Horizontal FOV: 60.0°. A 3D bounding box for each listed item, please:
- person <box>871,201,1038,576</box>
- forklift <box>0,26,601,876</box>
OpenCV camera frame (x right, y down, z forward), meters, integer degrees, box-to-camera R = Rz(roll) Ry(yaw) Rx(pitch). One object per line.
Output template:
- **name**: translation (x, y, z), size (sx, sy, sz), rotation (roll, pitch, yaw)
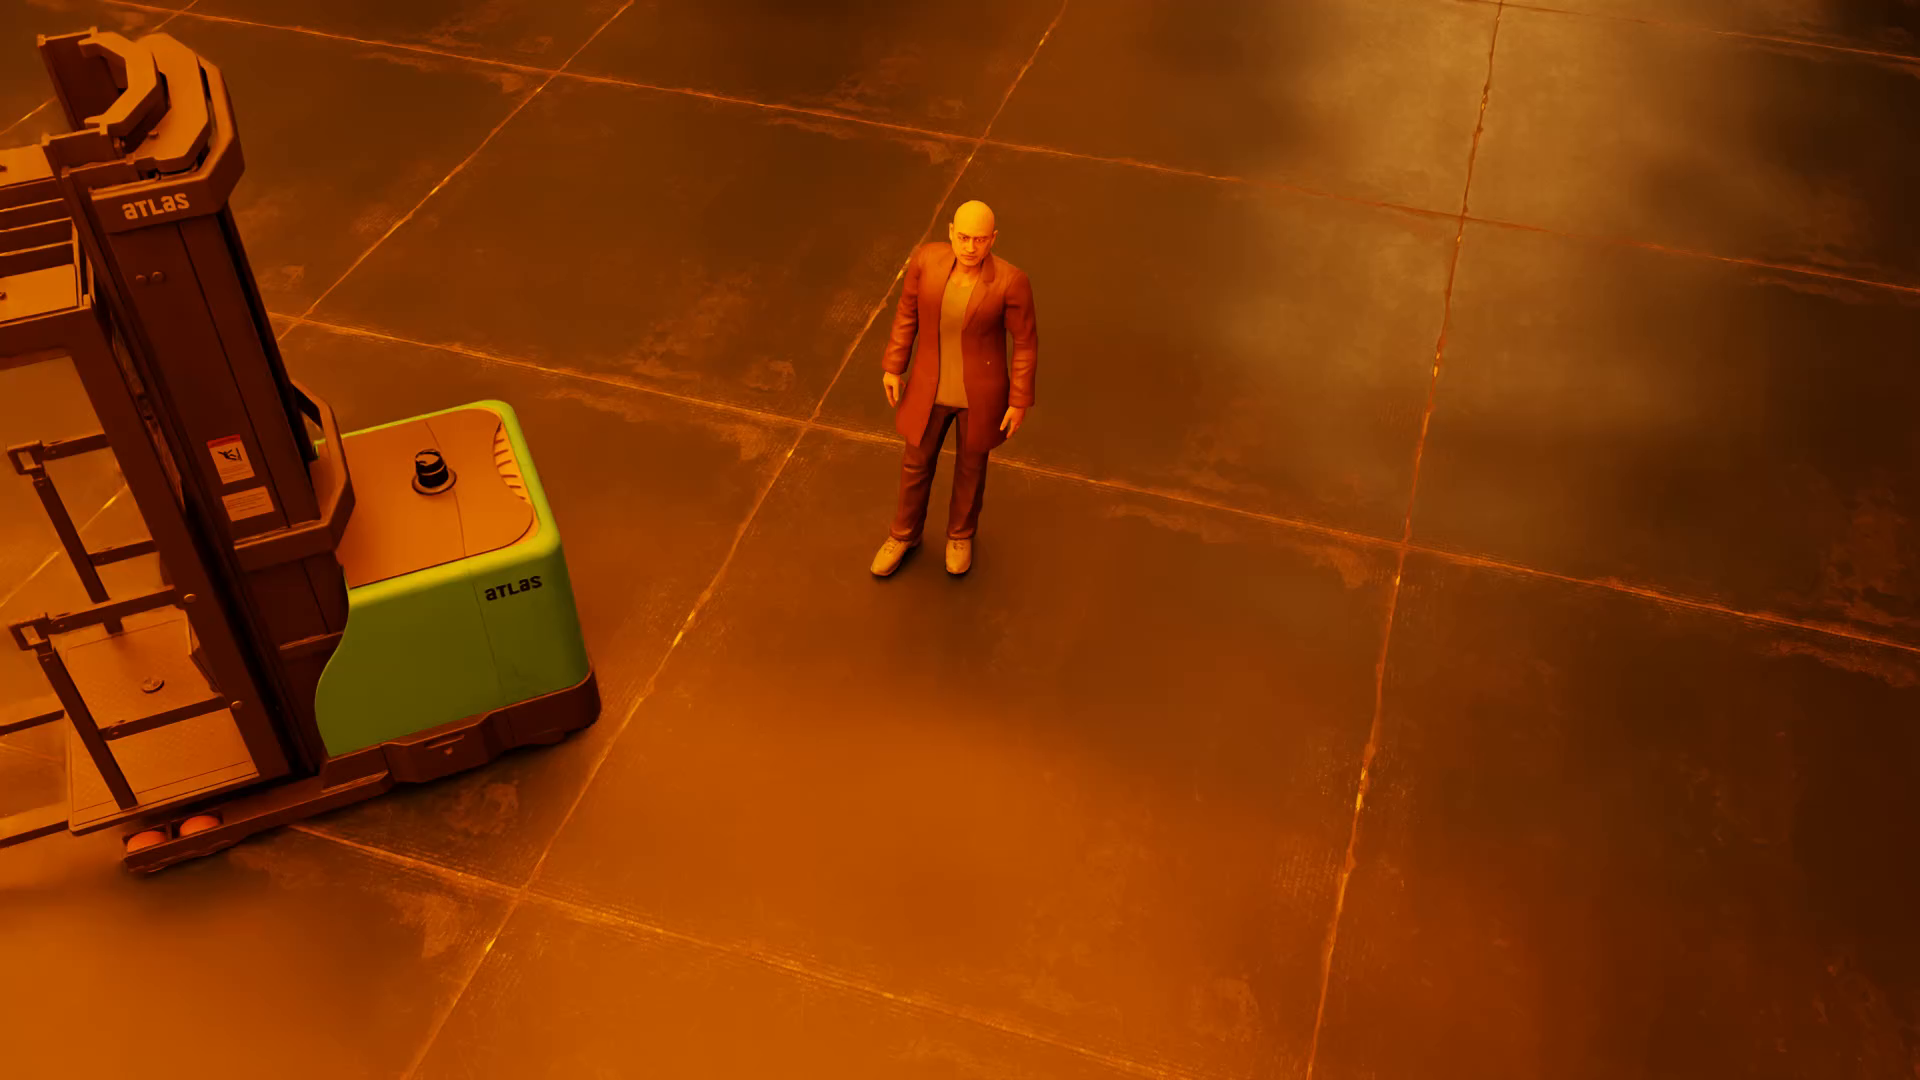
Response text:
- **person**: translation (-0.032, -0.598, 7.168), size (0.694, 1.776, 0.582), rotation (12, 44, 13)
- **forklift**: translation (-3.071, -0.196, 5.900), size (3.031, 2.935, 1.130), rotation (-16, 45, -17)
